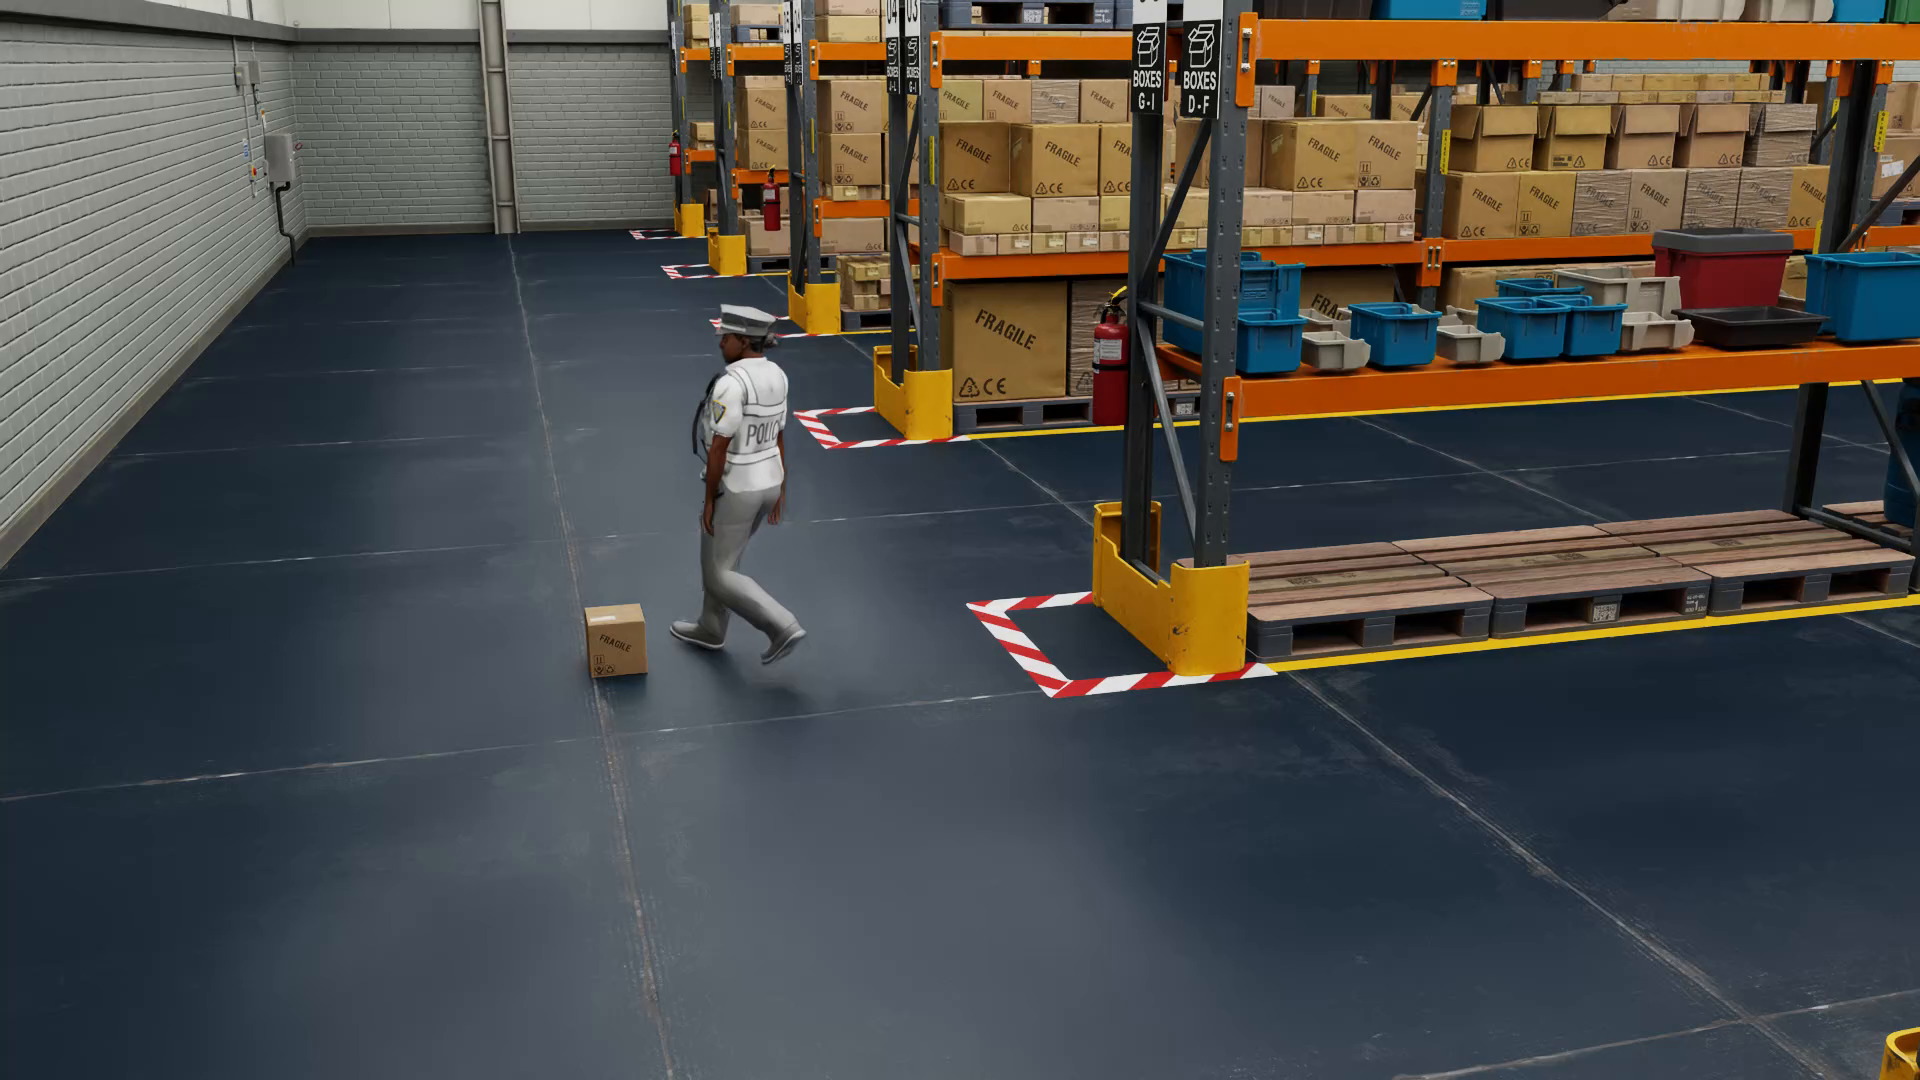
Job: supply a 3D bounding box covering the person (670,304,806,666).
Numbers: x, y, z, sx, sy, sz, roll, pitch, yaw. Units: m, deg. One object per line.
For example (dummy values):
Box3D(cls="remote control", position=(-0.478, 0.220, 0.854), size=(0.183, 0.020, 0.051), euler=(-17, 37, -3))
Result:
Box3D(cls="person", position=(-1.002, -0.235, 7.369), size=(0.894, 1.627, 0.464), euler=(8, 18, 26))
